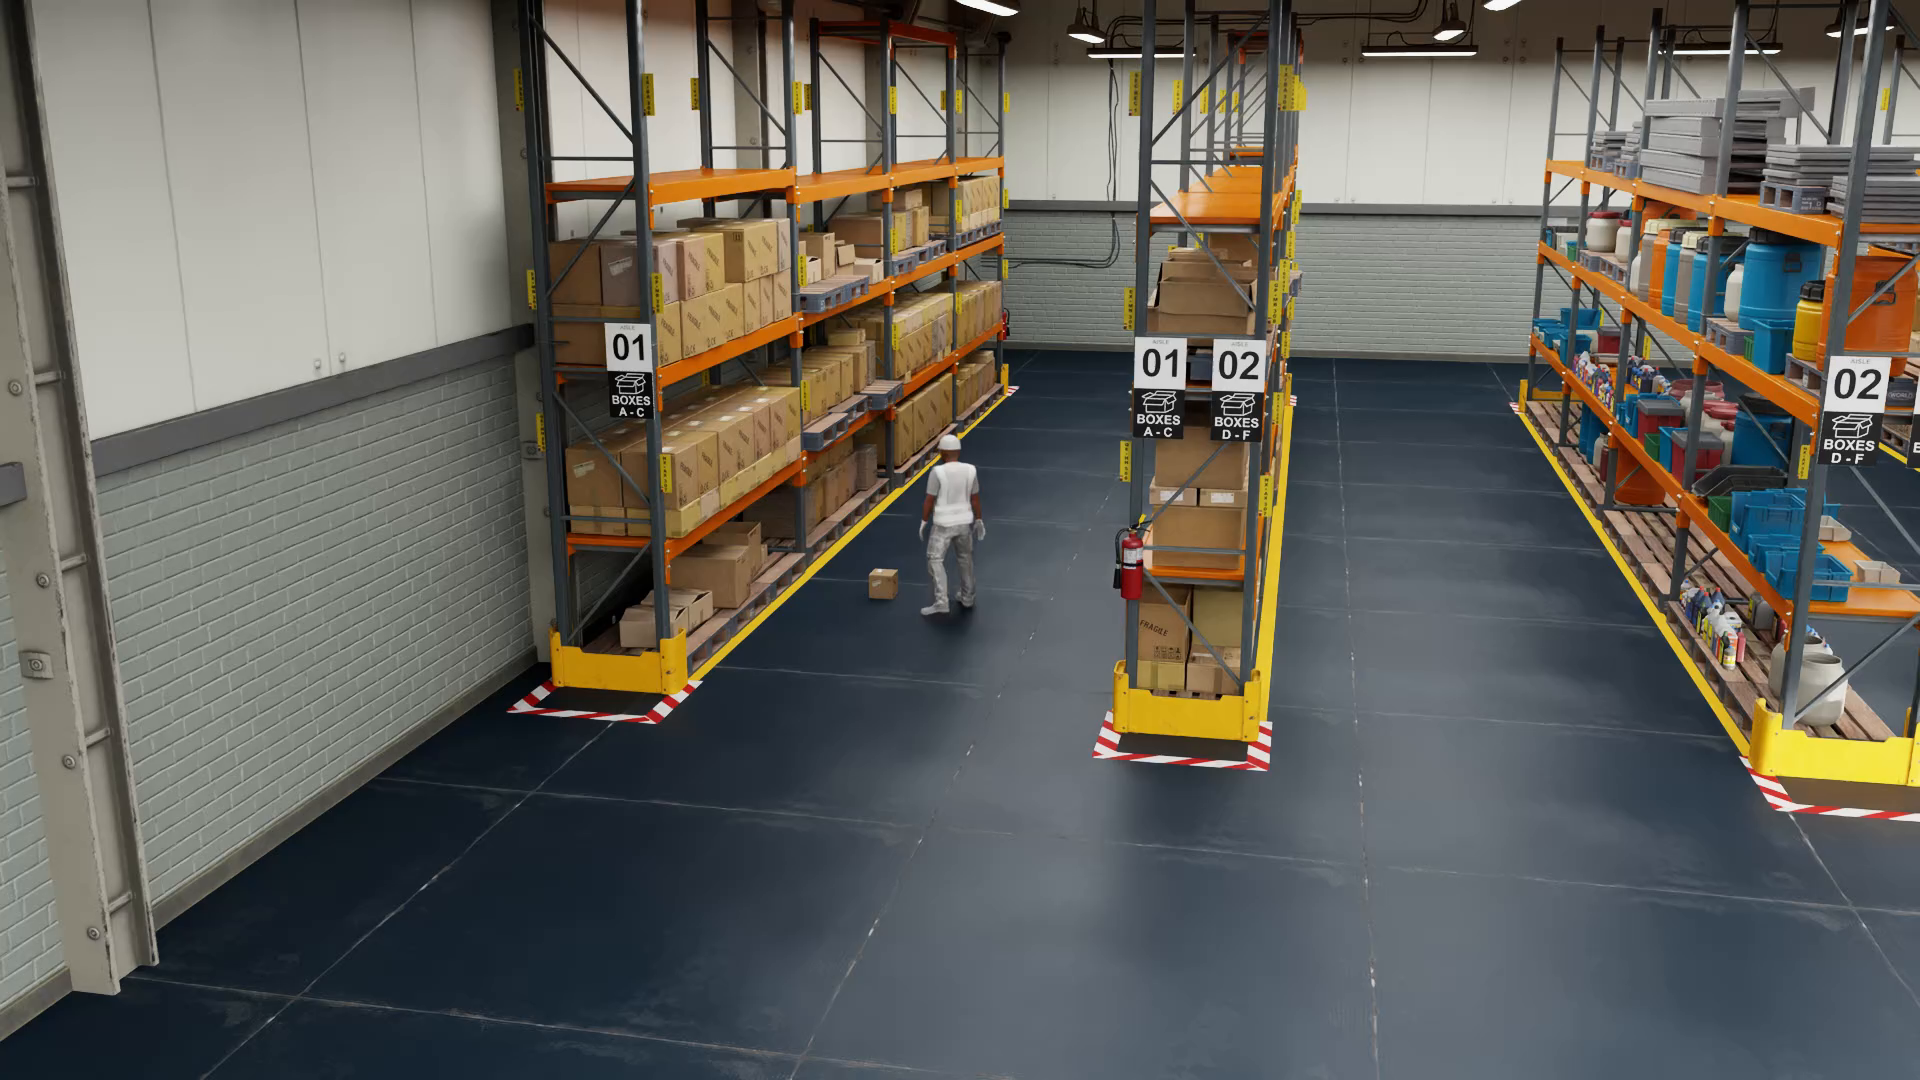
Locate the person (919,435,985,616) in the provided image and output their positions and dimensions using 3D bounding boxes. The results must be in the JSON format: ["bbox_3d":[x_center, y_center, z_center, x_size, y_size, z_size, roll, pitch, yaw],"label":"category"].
[{"bbox_3d":[-0.118,-0.142,16.501,0.765,1.774,0.675,-9,17,-30],"label":"person"}]
